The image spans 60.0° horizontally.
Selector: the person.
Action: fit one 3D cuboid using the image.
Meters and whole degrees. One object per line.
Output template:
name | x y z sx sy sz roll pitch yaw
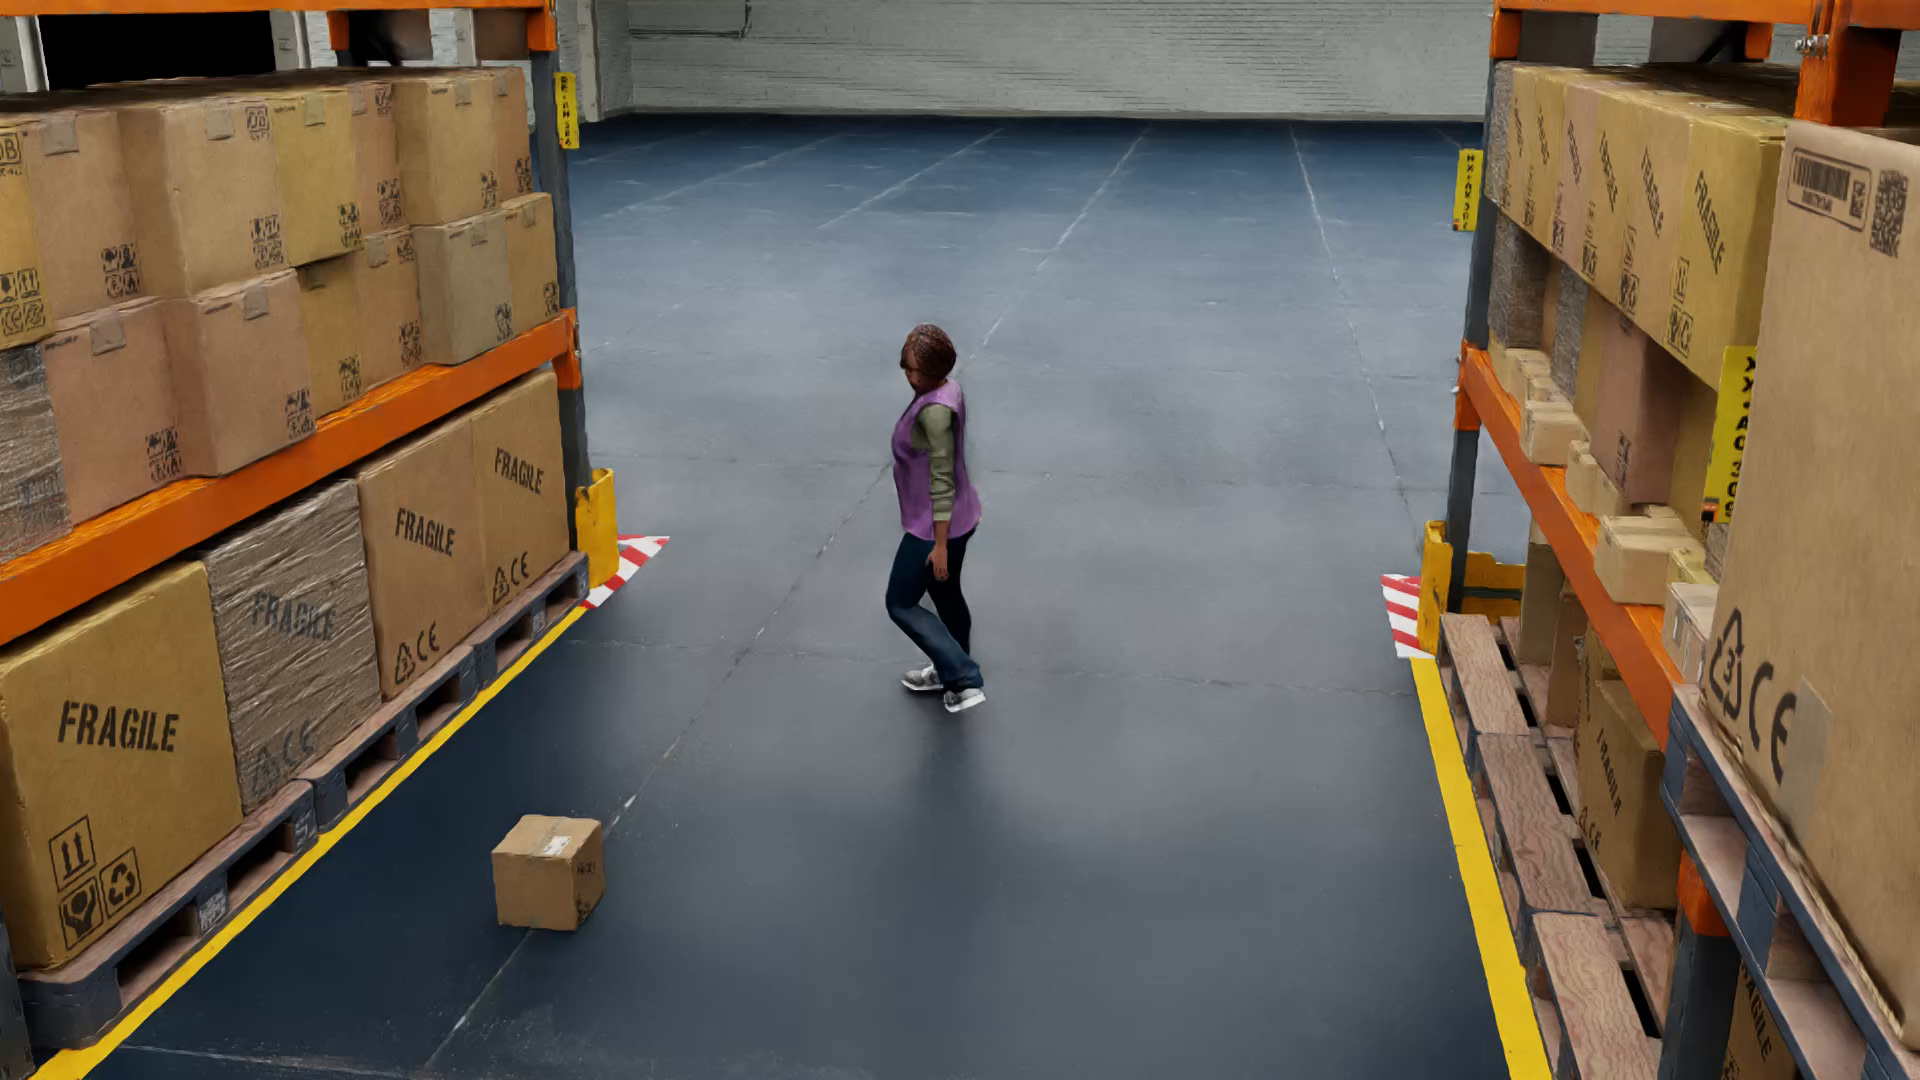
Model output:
person | -0.072 -0.067 6.306 0.452 1.573 0.551 5 19 14
